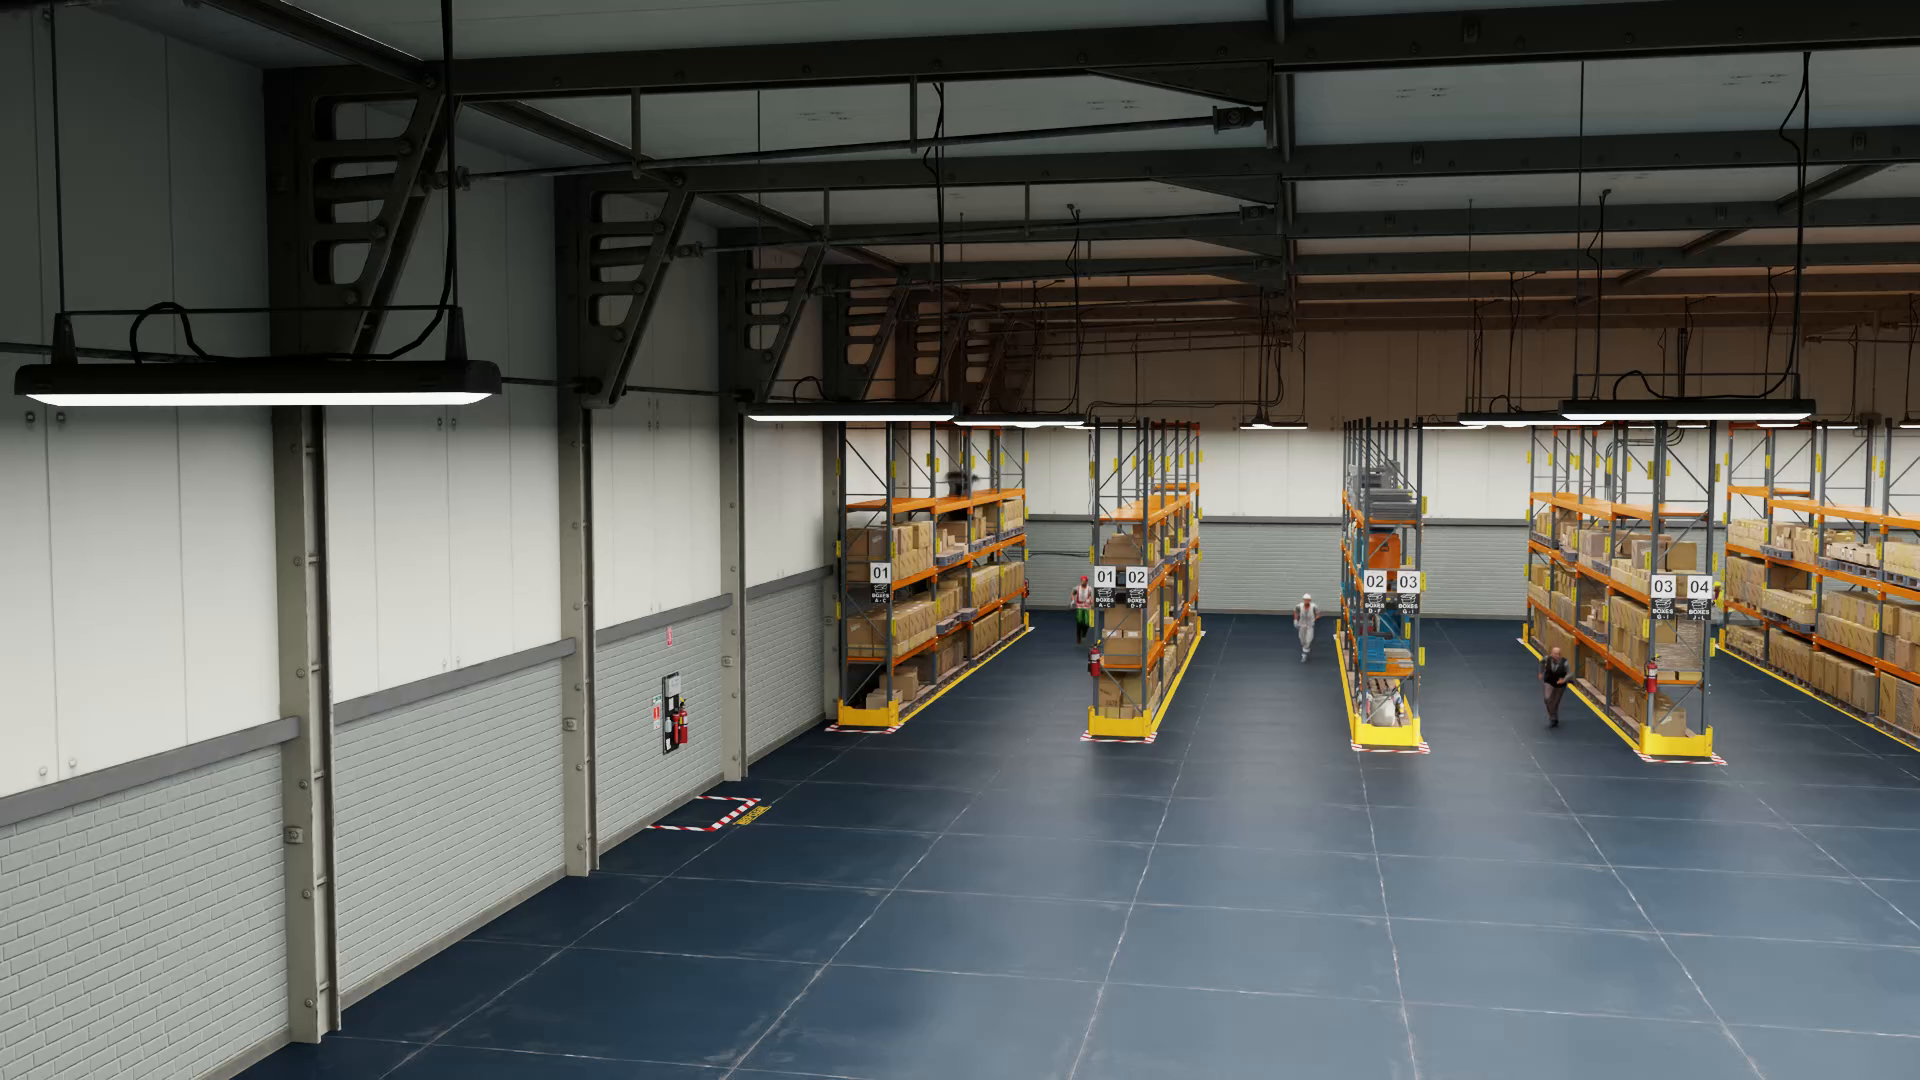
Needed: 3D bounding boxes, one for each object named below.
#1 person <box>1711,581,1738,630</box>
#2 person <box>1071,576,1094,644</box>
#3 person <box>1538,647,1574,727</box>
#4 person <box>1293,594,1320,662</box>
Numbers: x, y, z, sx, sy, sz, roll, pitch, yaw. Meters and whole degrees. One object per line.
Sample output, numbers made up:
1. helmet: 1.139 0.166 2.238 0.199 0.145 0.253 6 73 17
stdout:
1. person: 20.722 1.966 45.072 0.964 1.700 0.735 -1 4 -10
2. person: 3.248 1.838 43.897 0.642 1.805 0.704 0 4 0
3. person: 11.615 2.822 32.411 0.659 1.555 1.065 1 4 22
4. person: 8.675 2.187 41.613 0.644 1.713 0.768 1 4 8
